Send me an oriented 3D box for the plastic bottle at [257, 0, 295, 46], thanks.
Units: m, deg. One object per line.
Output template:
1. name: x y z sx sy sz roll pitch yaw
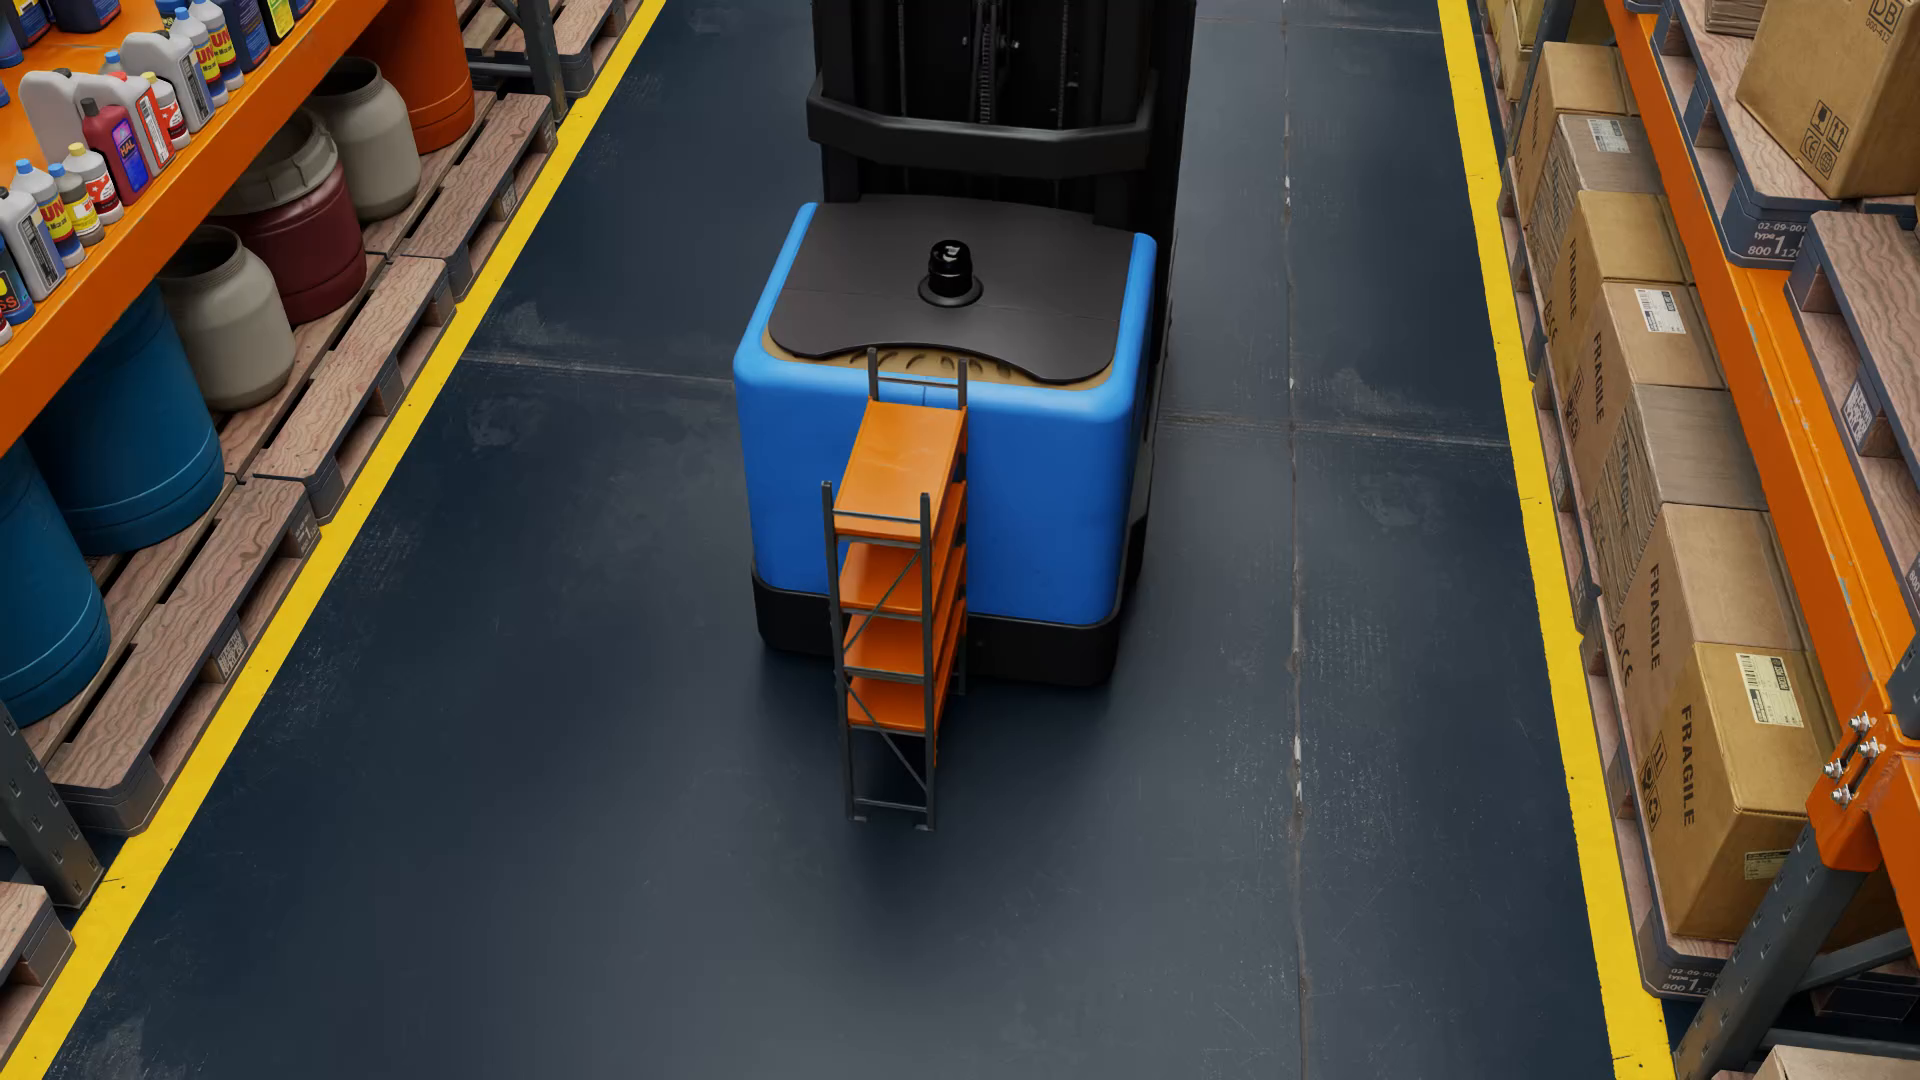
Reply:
1. plastic bottle: -2.025 -1.602 4.845 0.061 0.283 0.133 5 44 6

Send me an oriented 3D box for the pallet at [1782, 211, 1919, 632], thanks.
1. pallet: 2.393 -0.240 3.462 1.003 0.211 1.213 5 44 6

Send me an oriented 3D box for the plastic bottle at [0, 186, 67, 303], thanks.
1. plastic bottle: -2.243 -0.713 3.912 0.152 0.276 0.135 5 44 6

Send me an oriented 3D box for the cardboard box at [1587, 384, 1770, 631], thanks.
1. cardboard box: 2.101 -0.068 4.638 0.500 0.500 0.500 6 44 6

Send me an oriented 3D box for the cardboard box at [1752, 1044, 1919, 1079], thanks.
1. cardboard box: 1.909 1.308 3.323 0.500 0.311 0.500 5 44 6

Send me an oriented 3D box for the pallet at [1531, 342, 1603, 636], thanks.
1. pallet: 2.408 -0.154 5.260 1.003 0.211 1.213 5 44 6

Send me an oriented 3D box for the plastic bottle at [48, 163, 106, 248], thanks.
1. plastic bottle: -2.187 -0.829 4.088 0.097 0.201 0.097 0 43 0

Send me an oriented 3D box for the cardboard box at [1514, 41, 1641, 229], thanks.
1. cardboard box: 2.365 -1.469 6.118 0.500 0.500 0.500 7 44 7

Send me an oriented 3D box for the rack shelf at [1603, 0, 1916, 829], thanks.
1. rack shelf: 2.444 -0.877 4.518 1.077 0.370 4.000 5 44 6

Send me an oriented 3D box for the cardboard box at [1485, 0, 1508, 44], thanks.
1. cardboard box: 2.601 -2.388 7.285 0.500 0.250 0.500 5 44 5

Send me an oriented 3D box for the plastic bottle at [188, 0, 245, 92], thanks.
1. plastic bottle: -2.083 -1.394 4.634 0.097 0.271 0.097 0 43 0

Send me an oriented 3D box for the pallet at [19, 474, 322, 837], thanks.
1. pallet: -2.587 0.262 4.819 1.003 0.211 1.213 5 44 6

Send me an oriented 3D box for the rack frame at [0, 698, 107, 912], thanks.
1. rack frame: -2.730 -0.228 3.309 1.000 3.000 0.127 5 44 6

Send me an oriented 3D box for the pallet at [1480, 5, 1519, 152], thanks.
1. pallet: 2.856 -2.046 7.258 1.003 0.211 1.213 5 44 6

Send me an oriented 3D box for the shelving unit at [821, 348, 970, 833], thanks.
1. shelving unit: -0.143 0.159 4.209 0.258 1.200 0.503 7 44 7

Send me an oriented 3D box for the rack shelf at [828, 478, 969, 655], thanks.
1. rack shelf: -0.143 0.045 4.102 0.258 0.148 0.480 7 44 7

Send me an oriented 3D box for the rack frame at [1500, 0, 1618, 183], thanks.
1. rack frame: 2.708 -2.501 5.710 1.000 3.000 0.127 5 44 6

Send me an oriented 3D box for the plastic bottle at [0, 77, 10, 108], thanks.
1. plastic bottle: -2.709 -1.323 4.559 0.097 0.271 0.097 0 43 0

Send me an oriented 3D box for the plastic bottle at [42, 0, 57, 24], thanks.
1. plastic bottle: -2.762 -1.698 4.952 0.152 0.276 0.135 5 44 6

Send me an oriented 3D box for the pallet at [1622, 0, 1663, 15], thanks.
1. pallet: 2.688 -1.963 5.281 1.213 0.211 1.003 5 44 6

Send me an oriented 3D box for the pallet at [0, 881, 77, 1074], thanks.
1. pallet: -2.789 1.289 3.735 1.003 0.211 1.213 5 44 6

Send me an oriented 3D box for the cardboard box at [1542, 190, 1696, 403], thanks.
1. cardboard box: 2.230 -0.771 5.380 0.500 0.500 0.500 5 44 5

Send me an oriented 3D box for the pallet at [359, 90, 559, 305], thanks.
1. pallet: -2.264 -1.401 6.576 1.003 0.211 1.213 5 44 6

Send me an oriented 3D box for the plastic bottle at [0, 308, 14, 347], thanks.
1. plastic bottle: -2.244 -0.538 3.781 0.097 0.201 0.097 0 43 0

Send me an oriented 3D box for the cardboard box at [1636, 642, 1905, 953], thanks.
1. cardboard box: 1.961 0.610 3.922 0.500 0.500 0.500 5 44 5

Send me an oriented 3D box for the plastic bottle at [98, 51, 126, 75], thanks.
1. plastic bottle: -2.264 -1.225 4.506 0.097 0.201 0.097 0 43 0

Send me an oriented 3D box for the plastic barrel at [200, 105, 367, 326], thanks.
1. plastic barrel: -2.398 -1.126 5.706 0.600 0.588 0.708 5 44 6

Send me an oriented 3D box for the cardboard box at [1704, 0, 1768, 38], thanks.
1. cardboard box: 2.426 -1.645 4.427 0.700 0.500 0.500 13 45 13

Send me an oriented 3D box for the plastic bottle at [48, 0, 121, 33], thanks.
1. plastic bottle: -2.619 -1.695 4.894 0.144 0.351 0.185 5 44 6

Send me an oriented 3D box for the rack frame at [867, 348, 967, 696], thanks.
1. rack frame: -0.102 -0.006 4.384 0.240 1.200 0.015 7 44 7

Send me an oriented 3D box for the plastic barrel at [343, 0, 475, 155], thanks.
1. plastic barrel: -2.249 -1.984 6.436 0.600 0.830 0.708 5 44 6

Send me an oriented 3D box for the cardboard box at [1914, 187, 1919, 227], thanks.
1. cardboard box: 2.492 -0.741 3.473 0.700 0.500 0.500 12 45 12

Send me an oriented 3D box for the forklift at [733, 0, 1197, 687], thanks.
1. forklift: 0.162 -1.671 4.883 1.130 2.935 3.031 7 44 7

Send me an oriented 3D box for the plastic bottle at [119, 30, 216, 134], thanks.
1. plastic bottle: -2.138 -1.253 4.482 0.152 0.276 0.135 5 44 6

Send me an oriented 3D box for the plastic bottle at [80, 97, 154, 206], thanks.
1. plastic bottle: -2.141 -1.002 4.212 0.061 0.283 0.133 5 44 6

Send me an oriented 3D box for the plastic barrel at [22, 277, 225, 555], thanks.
1. plastic barrel: -2.548 -0.470 4.786 0.600 0.901 0.708 5 44 6

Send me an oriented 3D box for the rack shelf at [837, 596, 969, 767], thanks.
1. rack shelf: -0.143 0.352 4.392 0.258 0.148 0.480 7 44 7
